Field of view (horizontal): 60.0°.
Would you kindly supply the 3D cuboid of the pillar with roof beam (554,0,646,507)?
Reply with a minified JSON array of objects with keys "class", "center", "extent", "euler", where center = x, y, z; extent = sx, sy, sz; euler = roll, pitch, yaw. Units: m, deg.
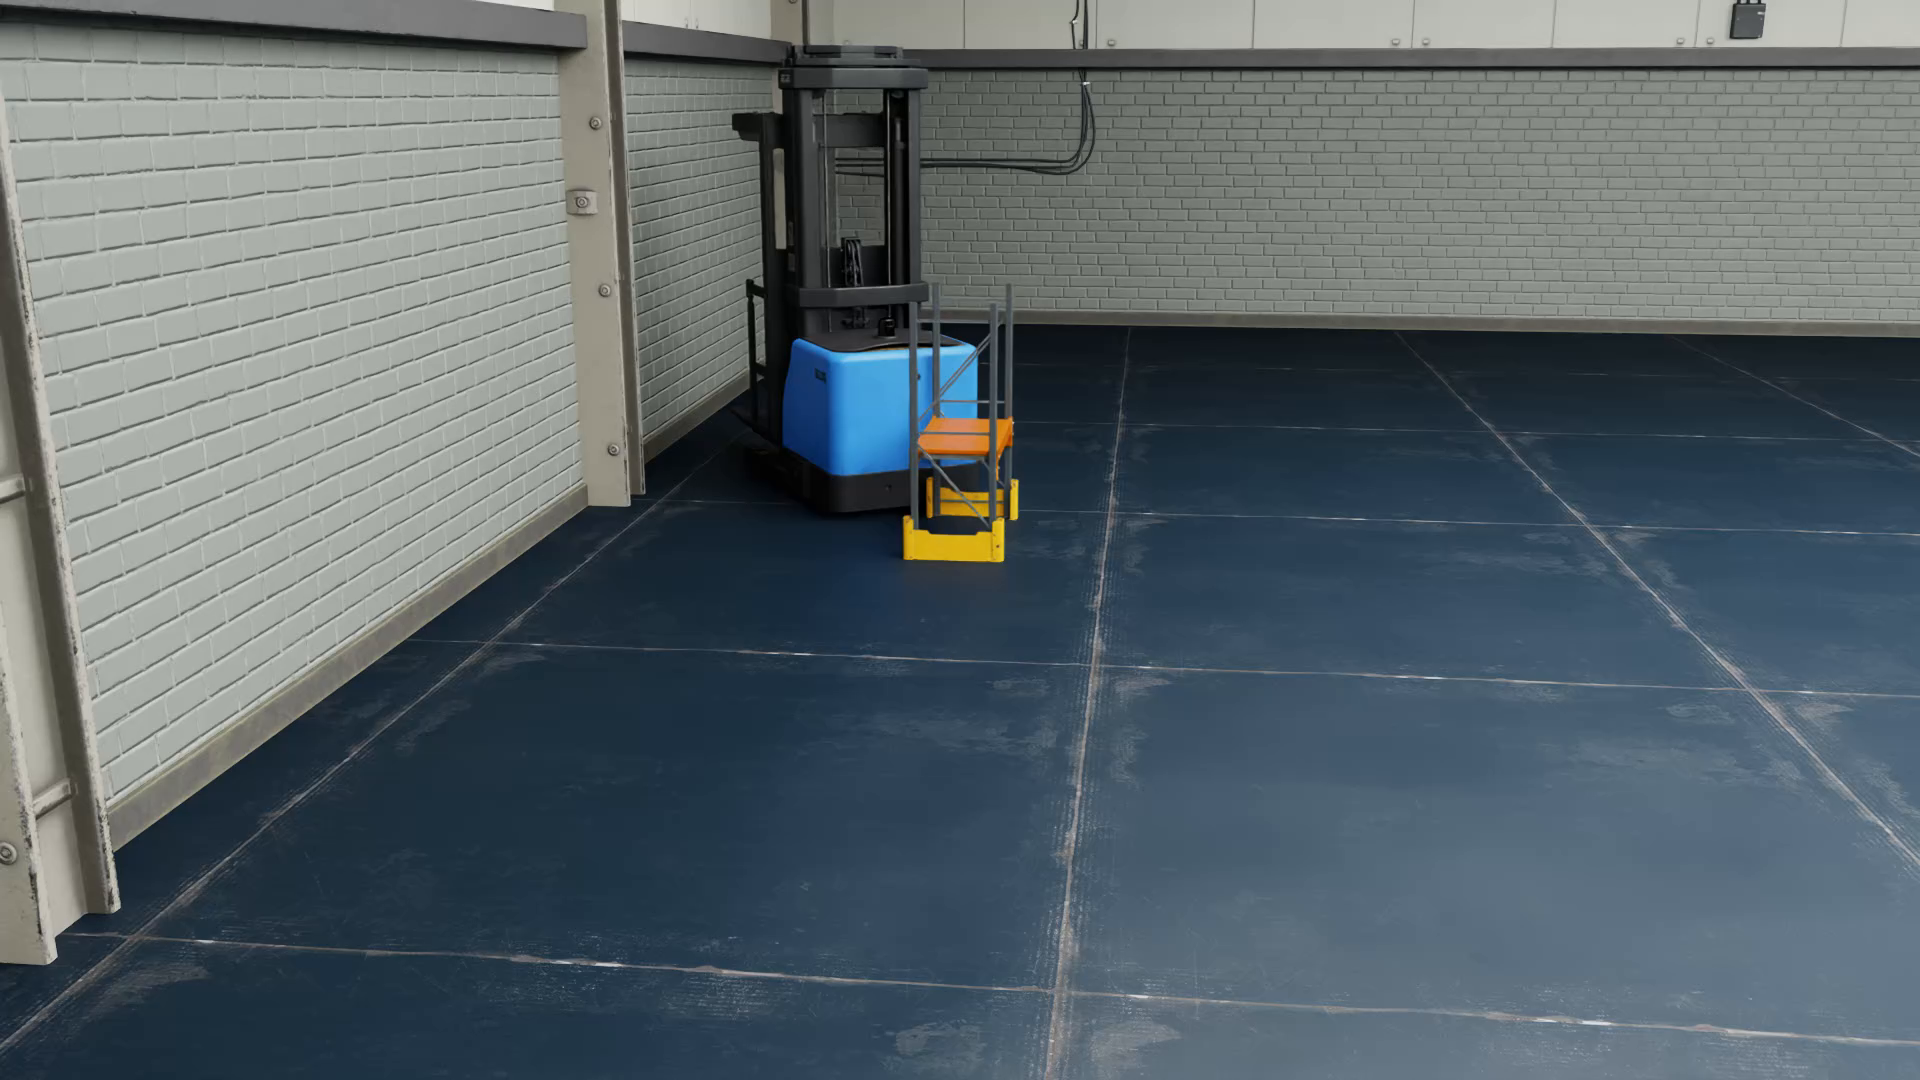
[{"class":"pillar with roof beam","center":[1.956,-4.494,9.542],"extent":[9.100,9.000,0.400],"euler":[2,15,6]}]

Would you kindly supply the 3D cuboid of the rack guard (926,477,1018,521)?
[{"class":"rack guard","center":[0.077,-0.263,10.655],"extent":[0.587,0.250,0.087],"euler":[2,15,6]}]

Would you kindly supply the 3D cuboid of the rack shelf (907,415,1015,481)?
[{"class":"rack shelf","center":[0.021,-0.566,10.070],"extent":[0.538,0.185,1.000],"euler":[2,15,6]}]

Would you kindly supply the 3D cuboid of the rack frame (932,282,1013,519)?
[{"class":"rack frame","center":[0.079,-0.871,10.510],"extent":[0.500,1.500,0.032],"euler":[2,15,6]}]

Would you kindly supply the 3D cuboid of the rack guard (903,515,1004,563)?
[{"class":"rack guard","center":[-0.038,-0.004,9.700],"extent":[0.587,0.250,0.087],"euler":[2,15,6]}]

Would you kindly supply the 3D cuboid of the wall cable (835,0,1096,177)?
[{"class":"wall cable","center":[0.002,-5.403,18.853],"extent":[3.097,2.526,0.112],"euler":[2,15,6]}]

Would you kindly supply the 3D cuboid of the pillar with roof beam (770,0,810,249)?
[{"class":"pillar with roof beam","center":[2.633,-6.050,15.297],"extent":[9.100,9.000,0.400],"euler":[2,15,6]}]

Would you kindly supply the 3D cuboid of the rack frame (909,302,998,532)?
[{"class":"rack frame","center":[-0.038,-0.607,9.535],"extent":[0.500,1.500,0.032],"euler":[2,15,6]}]

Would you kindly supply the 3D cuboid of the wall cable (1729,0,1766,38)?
[{"class":"wall cable","center":[9.433,-8.260,16.954],"extent":[2.305,6.003,0.169],"euler":[2,15,6]}]

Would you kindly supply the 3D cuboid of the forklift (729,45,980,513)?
[{"class":"forklift","center":[-0.922,-1.926,11.669],"extent":[1.130,2.935,3.031],"euler":[-6,16,-23]}]

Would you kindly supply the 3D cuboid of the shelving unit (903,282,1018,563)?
[{"class":"shelving unit","center":[0.020,-0.737,10.014],"extent":[0.587,1.500,1.083],"euler":[2,15,6]}]

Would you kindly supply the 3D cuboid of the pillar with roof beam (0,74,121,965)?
[{"class":"pillar with roof beam","center":[1.279,-2.938,3.787],"extent":[9.100,9.000,0.400],"euler":[2,15,6]}]
